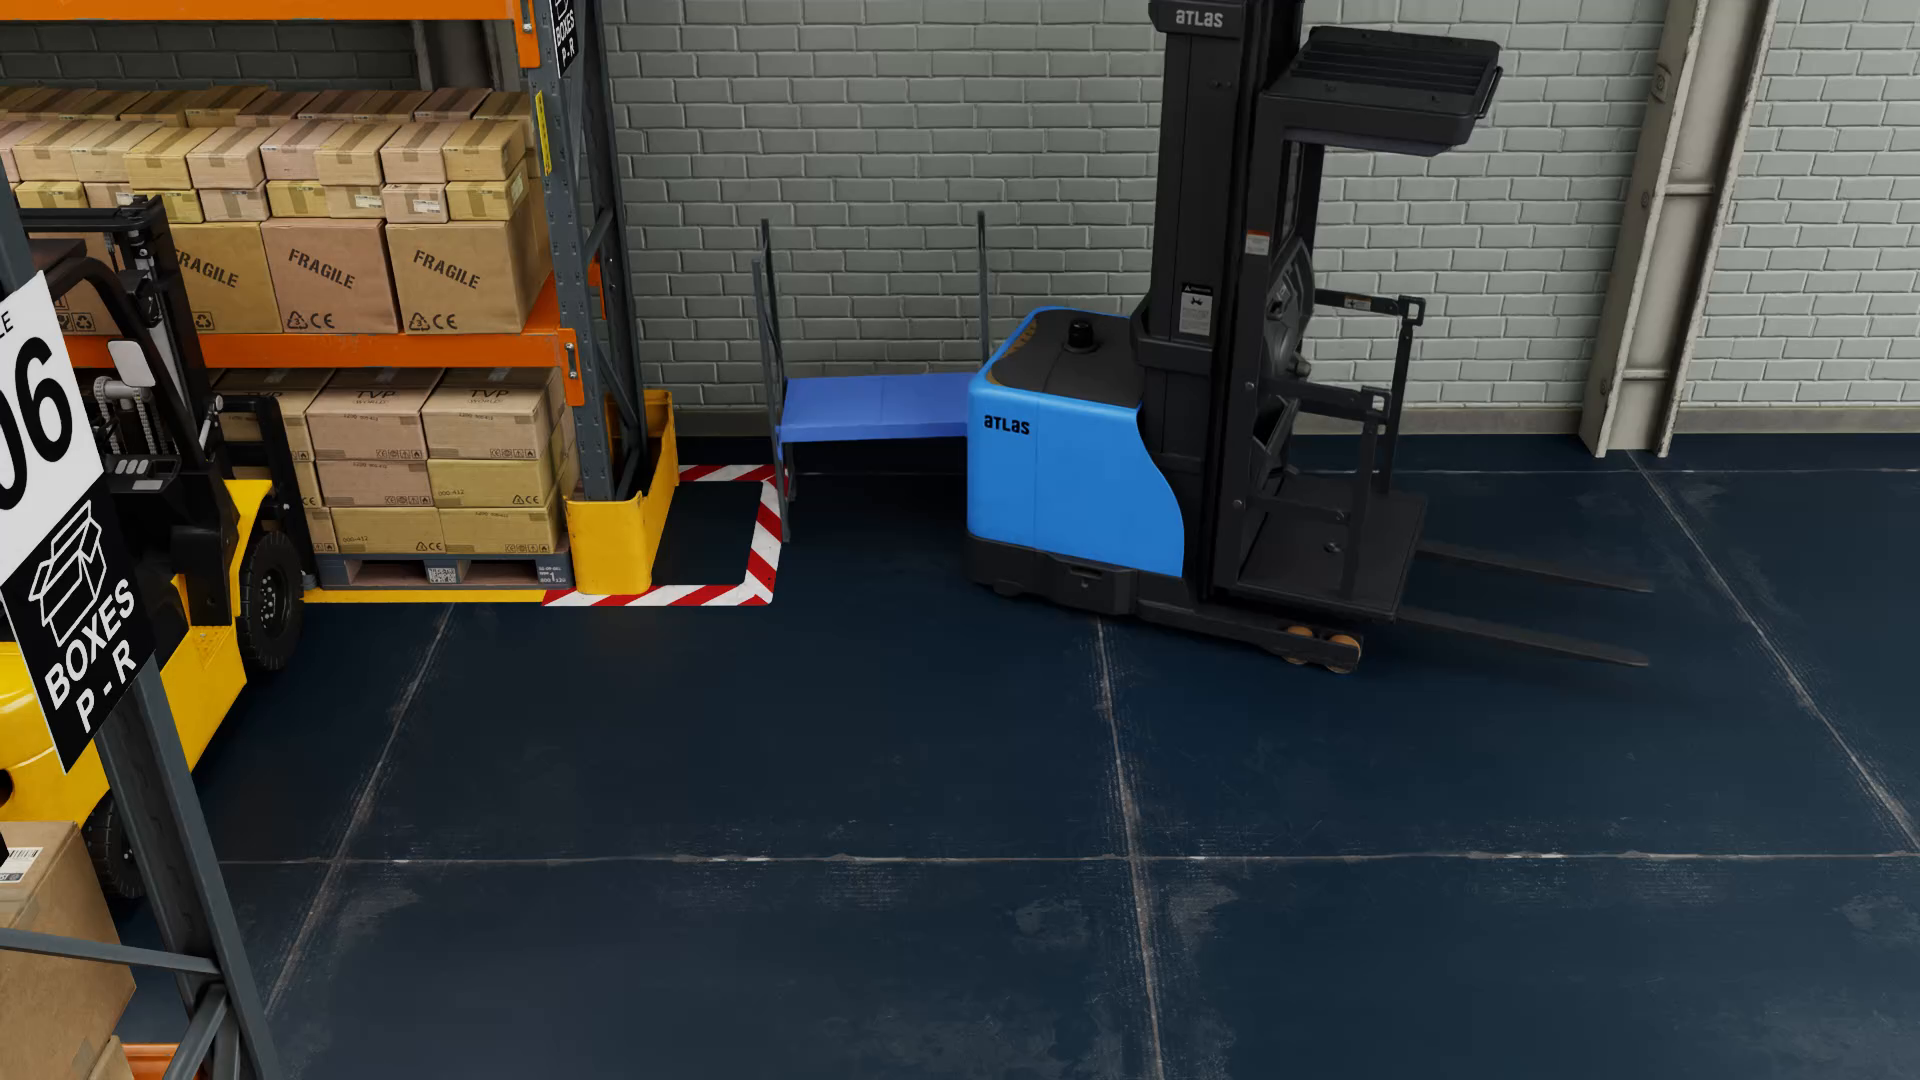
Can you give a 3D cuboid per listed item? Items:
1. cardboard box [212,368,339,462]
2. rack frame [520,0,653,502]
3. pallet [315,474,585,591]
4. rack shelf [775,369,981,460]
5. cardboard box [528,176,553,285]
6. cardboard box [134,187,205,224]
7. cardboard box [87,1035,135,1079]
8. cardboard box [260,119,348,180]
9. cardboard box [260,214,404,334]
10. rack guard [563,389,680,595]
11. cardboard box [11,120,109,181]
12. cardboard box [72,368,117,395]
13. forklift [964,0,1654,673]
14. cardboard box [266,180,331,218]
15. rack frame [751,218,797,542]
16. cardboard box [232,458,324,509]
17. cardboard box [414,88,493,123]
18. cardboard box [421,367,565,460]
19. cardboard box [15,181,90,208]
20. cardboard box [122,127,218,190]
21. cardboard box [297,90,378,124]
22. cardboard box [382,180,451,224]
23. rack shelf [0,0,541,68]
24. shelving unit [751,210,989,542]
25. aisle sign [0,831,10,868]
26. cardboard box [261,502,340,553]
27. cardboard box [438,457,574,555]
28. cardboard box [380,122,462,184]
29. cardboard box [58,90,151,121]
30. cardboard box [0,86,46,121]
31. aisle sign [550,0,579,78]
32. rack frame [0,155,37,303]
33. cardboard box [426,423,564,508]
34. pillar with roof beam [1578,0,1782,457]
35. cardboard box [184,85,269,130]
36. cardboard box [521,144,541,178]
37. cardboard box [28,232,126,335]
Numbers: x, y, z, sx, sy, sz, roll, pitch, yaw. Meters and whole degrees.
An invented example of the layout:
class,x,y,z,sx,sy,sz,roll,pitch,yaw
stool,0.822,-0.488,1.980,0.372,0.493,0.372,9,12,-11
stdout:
class,x,y,z,sx,sy,sz,roll,pitch,yaw
cardboard box,-3.145,-0.584,7.602,0.500,0.250,0.500,0,31,0
rack frame,-1.671,-1.327,7.545,0.127,3.000,1.000,0,31,0
pallet,-2.435,-0.111,8.229,1.213,0.211,1.003,0,31,0
rack shelf,-0.375,-0.618,8.125,1.000,0.185,0.538,-2,33,1
cardboard box,-2.168,-1.512,7.754,0.500,0.500,0.500,1,31,1
cardboard box,-3.298,-1.484,7.082,0.250,0.149,0.380,0,31,0
cardboard box,-1.978,1.249,3.542,0.250,0.149,0.380,0,31,0
cardboard box,-2.785,-1.670,7.102,0.250,0.149,0.380,0,31,0
cardboard box,-2.680,-1.235,7.298,0.500,0.500,0.500,1,31,1
rack guard,-1.647,-0.258,8.194,0.348,0.500,1.175,0,31,0
cardboard box,-3.813,-1.664,7.092,0.250,0.149,0.380,0,31,0
cardboard box,-4.176,-0.588,7.610,0.500,0.250,0.500,1,31,1
forklift,1.589,-0.982,7.042,3.031,2.935,1.130,11,33,18
cardboard box,-2.779,-1.520,7.142,0.250,0.149,0.380,0,31,-1
rack frame,-0.890,-0.751,8.033,0.032,1.500,0.500,-2,33,1
cardboard box,-3.173,-0.372,7.736,0.500,0.250,0.500,-1,31,-1
cardboard box,-2.274,-1.916,7.507,0.250,0.149,0.380,1,31,1
cardboard box,-2.129,-0.595,7.621,0.500,0.250,0.500,1,31,1
cardboard box,-3.804,-1.493,7.098,0.250,0.149,0.380,-1,31,-1
cardboard box,-3.303,-1.608,7.000,0.250,0.149,0.380,0,31,1
cardboard box,-2.781,-1.899,7.480,0.250,0.149,0.380,0,31,0
cardboard box,-2.271,-1.484,7.083,0.250,0.149,0.380,0,31,0
rack shelf,-3.671,-2.295,6.943,4.000,0.370,1.077,0,31,0
shelving unit,-0.382,-0.768,8.026,1.048,1.500,0.538,-2,33,1
aisle sign,-1.573,0.287,2.380,0.004,0.787,0.394,0,31,0
cardboard box,-3.136,-0.172,7.888,0.500,0.250,0.500,0,31,0
cardboard box,-2.139,-0.166,7.877,0.500,0.250,0.500,0,31,0
cardboard box,-2.274,-1.647,7.064,0.250,0.149,0.380,0,31,0
cardboard box,-3.819,-1.891,7.467,0.250,0.149,0.380,1,31,1
cardboard box,-4.328,-1.930,7.531,0.250,0.149,0.380,-1,31,-1
aisle sign,-1.603,-2.286,6.620,0.004,0.787,0.394,0,31,0
rack frame,-1.637,-1.317,1.745,0.127,3.000,1.000,0,31,0
cardboard box,-2.156,-0.381,7.750,0.500,0.250,0.500,-1,31,-1
pillar with roof beam,3.653,-2.143,3.106,0.400,9.000,9.100,0,31,0
cardboard box,-3.308,-1.936,7.540,0.250,0.149,0.380,-1,31,-1
cardboard box,-2.012,-1.780,7.571,0.250,0.149,0.380,-1,31,-2
cardboard box,-3.695,-1.226,7.283,0.500,0.500,0.500,0,31,0
